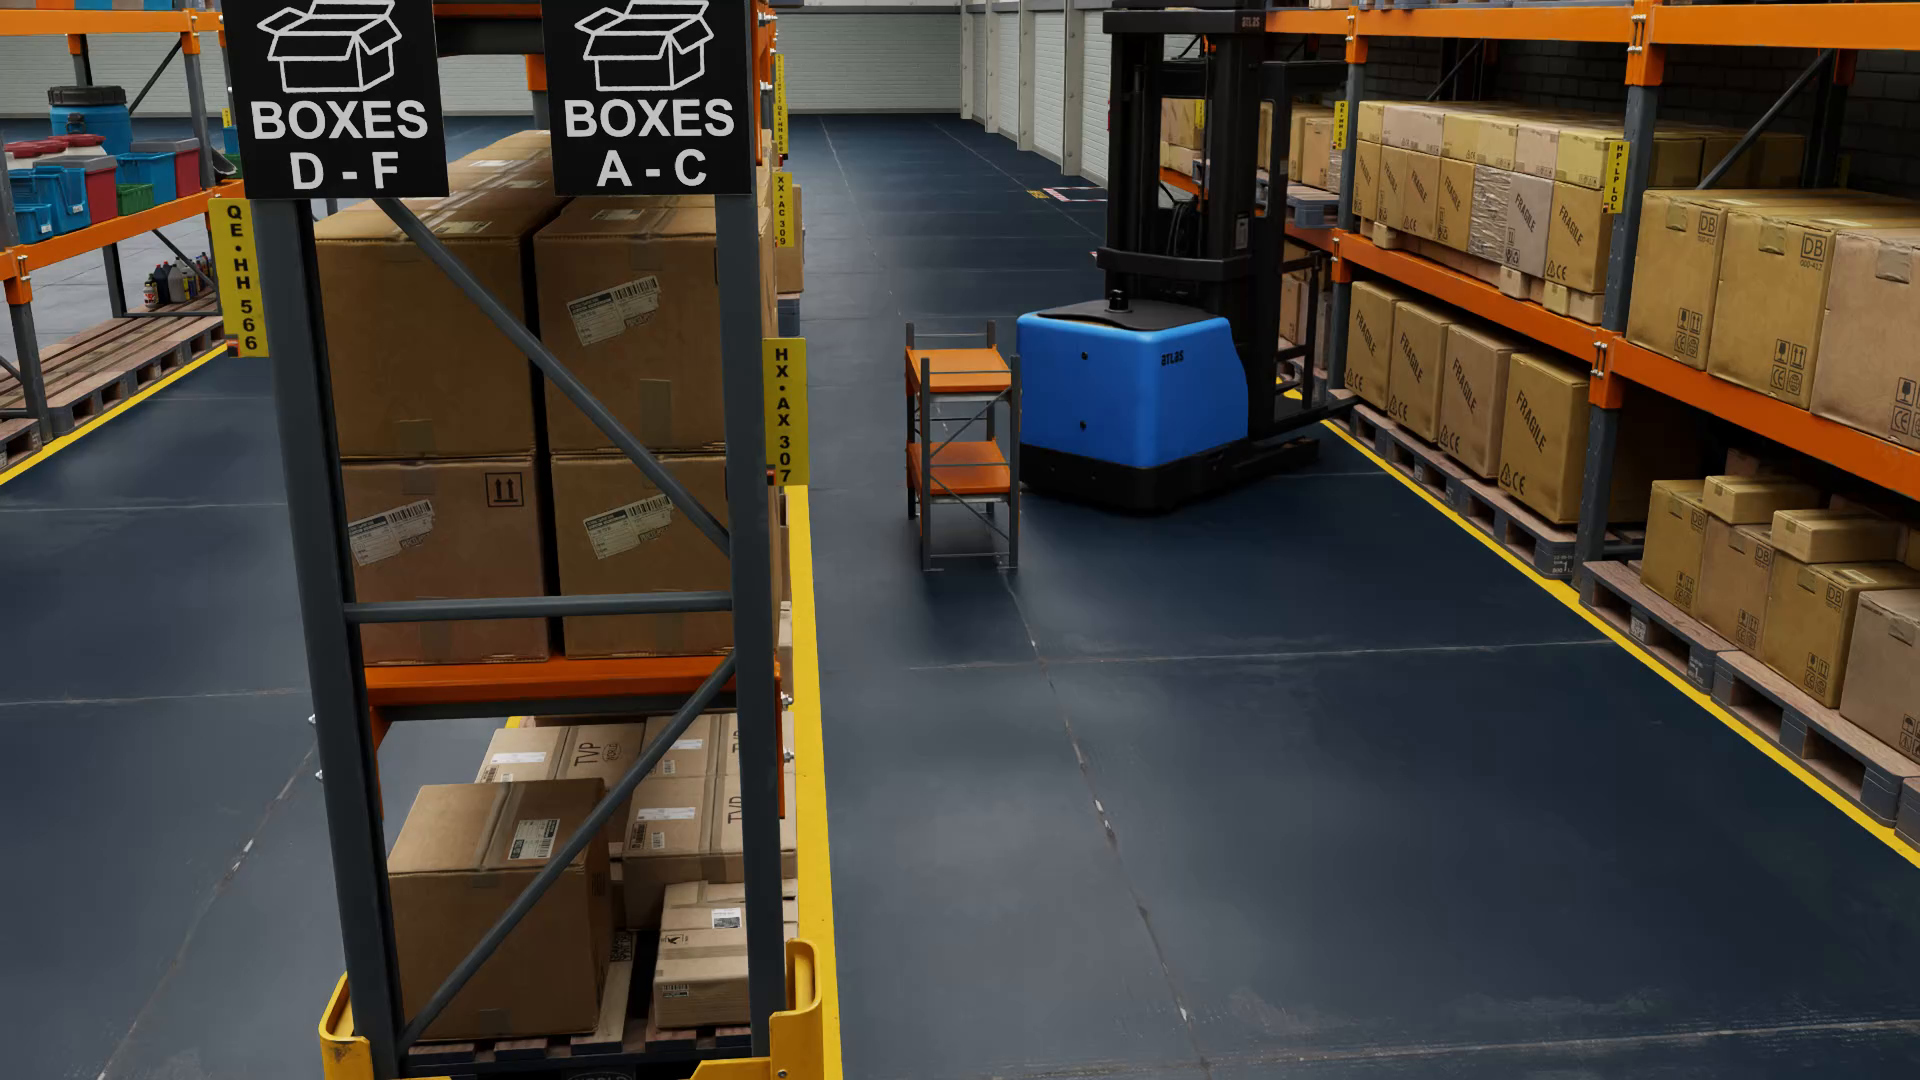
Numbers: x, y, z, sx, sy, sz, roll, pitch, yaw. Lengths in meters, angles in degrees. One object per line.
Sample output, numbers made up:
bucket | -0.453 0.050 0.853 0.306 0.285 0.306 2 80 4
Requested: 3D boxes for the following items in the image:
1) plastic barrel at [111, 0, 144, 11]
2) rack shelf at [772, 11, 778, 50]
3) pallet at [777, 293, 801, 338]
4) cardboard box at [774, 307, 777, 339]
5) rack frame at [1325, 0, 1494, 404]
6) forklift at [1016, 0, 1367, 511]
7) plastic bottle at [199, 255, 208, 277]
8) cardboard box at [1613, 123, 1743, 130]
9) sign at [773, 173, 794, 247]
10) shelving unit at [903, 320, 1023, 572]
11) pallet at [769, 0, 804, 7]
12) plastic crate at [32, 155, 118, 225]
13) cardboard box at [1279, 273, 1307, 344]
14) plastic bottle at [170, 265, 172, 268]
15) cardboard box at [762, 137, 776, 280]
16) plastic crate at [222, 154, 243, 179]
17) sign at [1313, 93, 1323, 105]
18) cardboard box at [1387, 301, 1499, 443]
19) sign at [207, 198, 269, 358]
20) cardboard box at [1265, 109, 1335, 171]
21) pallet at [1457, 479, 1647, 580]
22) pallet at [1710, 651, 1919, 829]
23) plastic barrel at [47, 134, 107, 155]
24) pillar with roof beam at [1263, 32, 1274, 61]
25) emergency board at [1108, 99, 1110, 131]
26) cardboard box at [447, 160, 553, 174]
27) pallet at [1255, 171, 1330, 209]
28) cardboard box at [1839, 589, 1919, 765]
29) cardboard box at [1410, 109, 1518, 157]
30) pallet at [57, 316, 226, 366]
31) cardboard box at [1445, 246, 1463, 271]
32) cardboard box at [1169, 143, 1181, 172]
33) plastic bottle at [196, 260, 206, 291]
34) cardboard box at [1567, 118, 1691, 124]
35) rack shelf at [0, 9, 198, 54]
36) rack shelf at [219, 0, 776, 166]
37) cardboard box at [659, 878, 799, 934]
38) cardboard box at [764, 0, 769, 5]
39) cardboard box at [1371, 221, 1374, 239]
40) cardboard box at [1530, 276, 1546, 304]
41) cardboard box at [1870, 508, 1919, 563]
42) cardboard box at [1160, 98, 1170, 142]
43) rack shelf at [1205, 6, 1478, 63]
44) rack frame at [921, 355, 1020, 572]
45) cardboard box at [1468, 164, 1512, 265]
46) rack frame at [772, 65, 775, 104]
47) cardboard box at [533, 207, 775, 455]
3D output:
plastic barrel | -6.749 -4.599 12.973 0.600 0.901 0.600 0 17 0
rack shelf | -1.951 -3.912 12.824 1.077 0.370 4.000 -2 18 -6
pallet | -1.306 -1.187 8.270 1.003 0.211 1.213 -2 18 -6
cardboard box | -0.860 -0.485 5.548 0.500 0.500 0.500 -2 17 -5
rack frame | 3.182 -2.383 11.759 1.000 3.000 0.127 -2 18 -6
forklift | 1.676 -1.937 10.454 1.130 2.935 3.031 15 23 40
plastic bottle | -7.585 -2.716 16.642 0.097 0.271 0.097 0 17 0
cardboard box | 3.746 -2.049 8.746 0.500 0.250 0.500 -2 17 -5
sign | -0.793 -1.469 7.403 0.100 0.325 0.005 -2 18 -6
shelving unit | 0.001 -0.535 9.002 0.538 1.125 1.048 -2 18 -6
pallet | -1.330 -2.575 7.676 1.213 0.211 1.003 -2 18 -6
plastic crate | -6.534 -2.598 12.338 0.402 0.464 0.583 -2 18 -6
cardboard box | 3.039 -1.917 13.714 0.700 0.500 0.500 -2 18 -6
plastic bottle | -7.516 -2.470 15.836 0.061 0.283 0.133 -1 17 -2
cardboard box | -0.967 -1.266 6.367 0.500 0.500 0.500 -2 18 -7
plastic crate | -6.944 -3.580 15.928 0.450 0.188 0.662 -2 18 -6
sign | 3.321 -4.145 15.439 0.100 0.325 0.005 -2 18 -6
cardboard box | 3.212 -1.073 10.475 0.750 0.750 0.750 -2 18 -6
sign | -1.474 -0.537 3.419 0.100 0.325 0.005 -2 18 -6
cardboard box | 2.938 -3.317 13.835 0.700 0.500 0.500 1 17 2
pallet | 3.440 -0.088 9.105 1.003 0.211 1.213 -2 18 -6
pallet | 3.724 0.733 6.491 1.003 0.211 1.213 -2 18 -6
plastic barrel | -7.204 -3.041 13.630 0.433 0.535 0.433 0 17 0
pillar with roof beam | -0.992 -7.314 17.449 9.100 9.000 0.400 -2 18 -6
emergency board | 2.454 -7.109 26.814 0.194 1.169 0.643 -2 18 -6
cardboard box | -1.403 -0.952 5.365 0.500 0.500 0.500 -1 17 -4
pallet | 2.937 -2.880 13.662 1.003 0.211 1.213 -2 18 -6
cardboard box | 3.731 0.489 6.085 0.700 0.500 0.500 -2 18 -7
cardboard box | 3.084 -2.487 10.144 0.500 0.250 0.500 -2 18 -5
pallet | -6.965 -1.705 14.256 1.003 0.211 1.213 -2 18 -6
cardboard box | 3.155 -1.710 10.004 0.380 0.149 0.250 -2 18 -5
cardboard box | 2.376 -3.793 16.467 0.500 0.250 0.500 -2 18 -5
plastic bottle | -7.398 -2.571 16.158 0.061 0.283 0.133 -2 18 -6
cardboard box | 3.689 -2.198 9.221 0.500 0.250 0.500 -2 18 -7
rack shelf | -6.878 -3.760 12.340 1.077 0.370 4.000 -2 18 -6
rack shelf | -1.126 -1.529 5.232 1.077 0.370 4.000 -2 18 -6
cardboard box | -0.647 1.087 4.703 0.380 0.166 0.250 -2 18 -6
cardboard box | -1.017 -2.260 6.610 0.500 0.250 0.500 -2 18 -6
cardboard box | 3.003 -2.092 11.218 0.380 0.149 0.250 -2 17 -5
cardboard box | 3.247 -1.326 8.778 0.380 0.149 0.250 -1 17 -4
cardboard box | 3.862 -0.021 6.625 0.380 0.149 0.250 -2 18 -5
cardboard box | 2.315 -4.300 16.832 0.500 0.500 0.500 -2 18 -7
rack shelf | 2.976 -4.066 13.315 1.077 0.370 4.000 -2 18 -6
rack frame | 0.053 -0.383 8.520 0.500 1.125 0.032 -2 18 -6
cardboard box | 3.191 -1.821 9.274 0.500 0.500 0.500 -2 18 -6
rack frame | -2.157 -3.420 15.064 1.000 3.000 0.127 -2 18 -6
cardboard box | -0.703 -0.510 3.958 0.500 0.500 0.500 -1 17 -4
